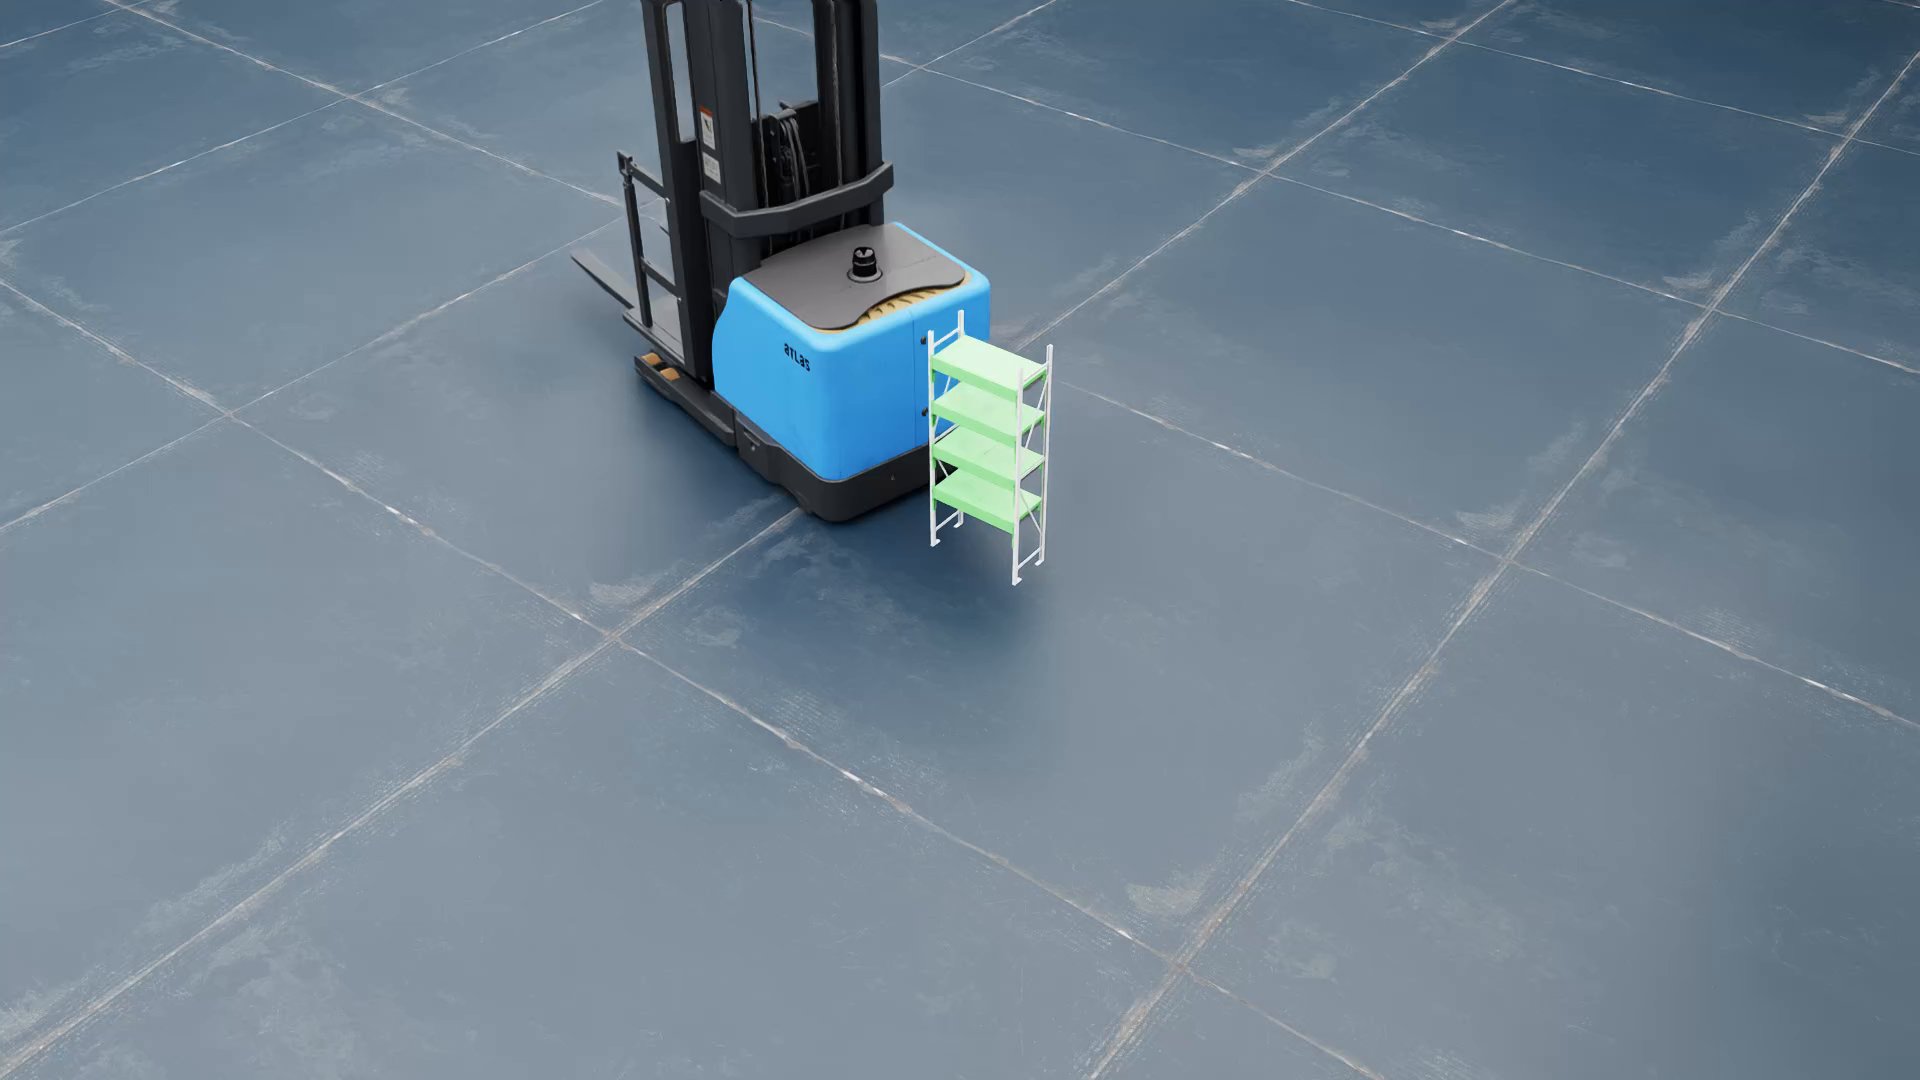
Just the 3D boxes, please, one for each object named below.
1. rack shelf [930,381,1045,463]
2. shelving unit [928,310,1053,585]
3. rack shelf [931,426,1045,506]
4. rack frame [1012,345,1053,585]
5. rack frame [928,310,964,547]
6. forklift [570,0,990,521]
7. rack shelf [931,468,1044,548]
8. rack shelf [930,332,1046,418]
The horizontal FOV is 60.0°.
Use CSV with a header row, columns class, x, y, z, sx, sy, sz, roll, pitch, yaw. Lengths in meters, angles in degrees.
class,x,y,z,sx,sy,sz,roll,pitch,yaw
rack shelf,0.131,-0.549,7.553,0.480,0.148,0.258,25,45,29
shelving unit,0.131,-0.410,7.662,0.503,1.200,0.258,25,45,29
rack shelf,0.131,-0.360,7.701,0.480,0.148,0.258,25,45,29
rack frame,0.325,-0.319,7.545,0.015,1.200,0.240,25,45,29
rack frame,-0.062,-0.502,7.778,0.015,1.200,0.240,25,45,29
forklift,-1.141,-2.095,8.409,1.130,2.935,3.031,-26,45,-29
rack shelf,0.131,-0.171,7.849,0.480,0.148,0.258,25,45,29
rack shelf,0.131,-0.738,7.405,0.480,0.148,0.258,25,45,29
